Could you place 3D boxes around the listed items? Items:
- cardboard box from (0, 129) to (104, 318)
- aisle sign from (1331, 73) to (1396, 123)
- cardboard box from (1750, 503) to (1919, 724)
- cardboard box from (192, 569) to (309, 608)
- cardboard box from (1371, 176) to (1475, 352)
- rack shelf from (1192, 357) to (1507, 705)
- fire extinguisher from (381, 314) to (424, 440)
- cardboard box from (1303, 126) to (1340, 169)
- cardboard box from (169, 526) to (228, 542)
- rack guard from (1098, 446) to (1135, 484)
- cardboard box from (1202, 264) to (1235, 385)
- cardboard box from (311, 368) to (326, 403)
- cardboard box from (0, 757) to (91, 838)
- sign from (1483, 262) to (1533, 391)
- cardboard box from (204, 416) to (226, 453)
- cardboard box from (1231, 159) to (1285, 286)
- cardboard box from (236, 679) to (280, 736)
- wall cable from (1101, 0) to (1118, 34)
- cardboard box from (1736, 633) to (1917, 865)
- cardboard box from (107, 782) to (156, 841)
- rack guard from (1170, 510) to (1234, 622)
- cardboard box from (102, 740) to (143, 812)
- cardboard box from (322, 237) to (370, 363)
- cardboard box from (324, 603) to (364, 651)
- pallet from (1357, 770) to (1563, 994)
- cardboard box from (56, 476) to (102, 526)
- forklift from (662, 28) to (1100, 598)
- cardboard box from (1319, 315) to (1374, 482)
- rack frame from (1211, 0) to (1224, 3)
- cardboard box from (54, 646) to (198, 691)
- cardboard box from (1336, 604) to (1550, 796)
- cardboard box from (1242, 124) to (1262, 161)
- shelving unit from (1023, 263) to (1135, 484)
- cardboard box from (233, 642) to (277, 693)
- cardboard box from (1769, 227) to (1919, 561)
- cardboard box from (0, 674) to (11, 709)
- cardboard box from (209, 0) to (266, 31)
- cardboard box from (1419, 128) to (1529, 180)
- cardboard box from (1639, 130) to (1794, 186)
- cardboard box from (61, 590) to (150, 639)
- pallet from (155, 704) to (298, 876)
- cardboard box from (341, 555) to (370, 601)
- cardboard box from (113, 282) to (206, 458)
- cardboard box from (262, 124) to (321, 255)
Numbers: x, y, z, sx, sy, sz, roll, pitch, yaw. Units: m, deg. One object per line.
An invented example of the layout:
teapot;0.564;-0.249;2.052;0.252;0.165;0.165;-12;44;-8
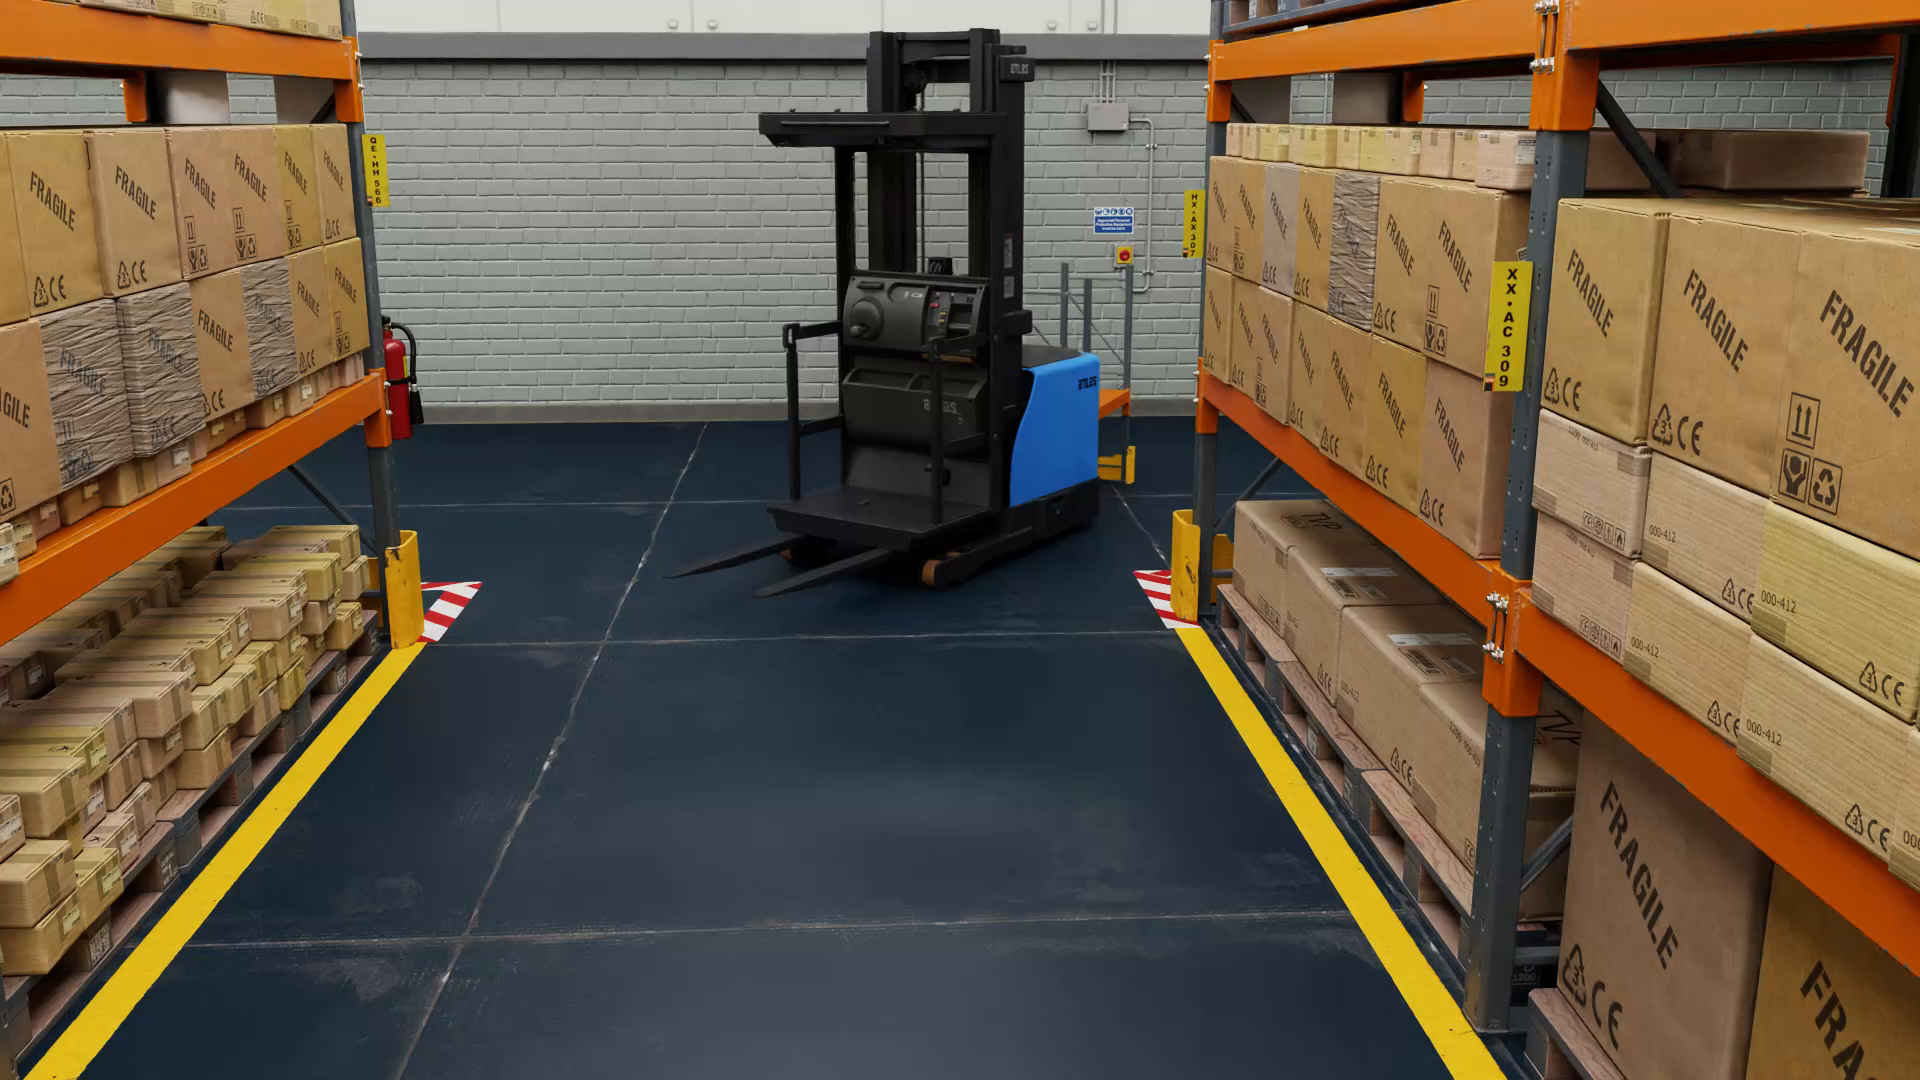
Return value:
cardboard box;-2.828;-0.909;4.737;0.500;0.500;0.500;-1;14;-5
aisle sign;1.996;-2.366;7.986;0.394;0.787;0.004;-1;14;-3
cardboard box;1.749;0.110;2.878;0.500;0.250;0.500;-1;14;-3
cardboard box;-2.904;0.225;6.816;0.380;0.149;0.250;-1;15;-6
cardboard box;1.610;-0.862;5.148;0.500;0.500;0.500;-1;14;-4
rack shelf;1.815;-0.239;6.378;1.077;0.370;4.000;-1;14;-3
fire extinguisher;-2.799;-0.835;8.154;0.296;0.674;0.183;-1;14;-3
cardboard box;1.490;-1.452;6.142;0.380;0.149;0.250;-1;14;-5
cardboard box;-3.550;0.042;7.529;0.380;0.149;0.250;-2;15;-6
rack guard;0.932;-0.546;11.647;0.587;0.250;0.087;5;15;20
cardboard box;1.434;-1.009;7.728;0.500;0.500;0.500;-1;14;-4
cardboard box;-2.933;-0.660;7.076;0.380;0.149;0.250;-1;14;-4
cardboard box;-2.768;0.743;4.804;0.380;0.149;0.250;0;14;-1
sign;1.385;-0.538;4.203;0.100;0.325;0.005;-1;14;-3
cardboard box;-2.917;-0.397;6.054;0.380;0.149;0.250;-1;14;-2
cardboard box;1.475;-1.365;7.104;0.500;0.500;0.500;-1;14;-5
cardboard box;-2.852;0.643;6.384;0.380;0.149;0.250;-1;14;-2
wall cable;1.057;-5.400;12.955;0.463;3.000;0.029;-1;14;-3
cardboard box;1.752;0.353;2.936;0.500;0.250;0.500;-1;14;-4
cardboard box;-2.847;0.904;5.371;0.380;0.149;0.250;-1;14;-5
rack guard;1.689;0.120;8.556;1.175;0.500;0.348;-1;14;-3
cardboard box;-2.869;0.761;5.329;0.380;0.149;0.250;-2;15;-6
cardboard box;-2.959;-1.068;7.358;0.500;0.500;0.500;-1;14;-2
cardboard box;-2.886;0.384;7.391;0.380;0.149;0.250;0;14;-2
pallet;1.969;1.070;5.442;1.003;0.211;1.213;-1;14;-3
cardboard box;-2.857;-0.138;5.048;0.380;0.149;0.250;-2;15;-6
forklift;-0.380;-1.285;9.139;1.130;2.935;3.031;10;17;33
cardboard box;1.571;-0.502;5.758;0.500;0.500;0.500;-1;14;-4
rack frame;1.691;-3.990;7.474;1.000;3.000;0.127;-1;14;-3
cardboard box;-2.906;0.485;5.806;0.380;0.149;0.250;-1;15;-6
cardboard box;1.951;0.567;6.101;0.875;0.438;0.875;-1;14;-5
cardboard box;1.425;-1.708;7.137;0.380;0.149;0.250;0;14;-2
shelving unit;0.760;-1.035;11.039;0.587;1.500;1.083;5;15;20
cardboard box;-2.850;0.499;6.349;0.380;0.149;0.250;0;14;-1
cardboard box;1.766;-0.258;2.800;0.500;0.500;0.500;-1;14;-5
cardboard box;-3.403;0.560;5.514;0.380;0.149;0.250;-2;15;-6
cardboard box;-2.895;-2.004;6.075;0.500;0.250;0.500;0;14;-1
cardboard box;1.654;-1.200;5.162;0.380;0.149;0.250;-1;14;-4
cardboard box;2.146;-1.082;4.705;0.380;0.149;0.250;-1;14;-3
cardboard box;-3.420;0.303;6.515;0.380;0.149;0.250;0;14;-1
pallet;-3.151;0.892;6.137;1.003;0.211;1.213;-1;14;-3
cardboard box;-2.926;0.177;7.600;0.380;0.149;0.250;-1;14;-5
cardboard box;-2.808;-0.556;5.372;0.500;0.500;0.500;-1;14;-5
cardboard box;-2.936;-1.424;6.735;0.500;0.500;0.500;-1;14;-5
